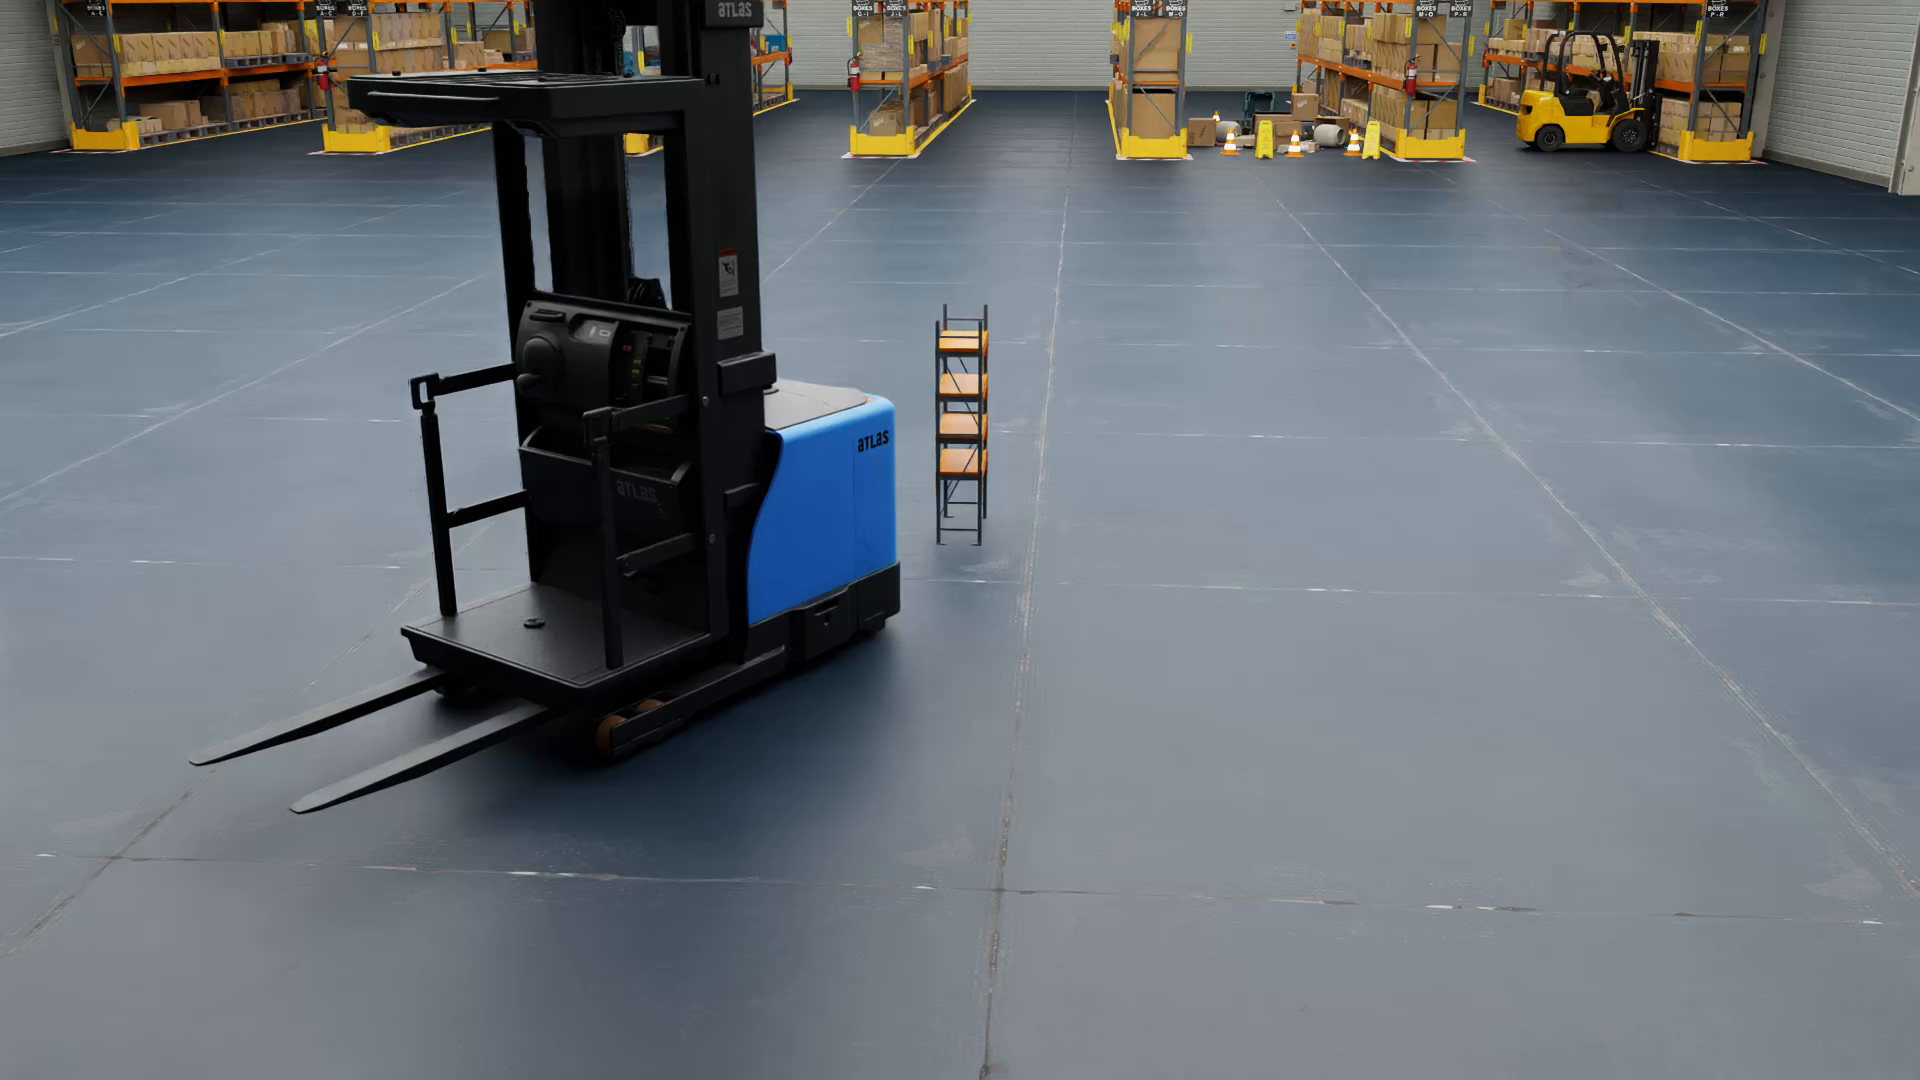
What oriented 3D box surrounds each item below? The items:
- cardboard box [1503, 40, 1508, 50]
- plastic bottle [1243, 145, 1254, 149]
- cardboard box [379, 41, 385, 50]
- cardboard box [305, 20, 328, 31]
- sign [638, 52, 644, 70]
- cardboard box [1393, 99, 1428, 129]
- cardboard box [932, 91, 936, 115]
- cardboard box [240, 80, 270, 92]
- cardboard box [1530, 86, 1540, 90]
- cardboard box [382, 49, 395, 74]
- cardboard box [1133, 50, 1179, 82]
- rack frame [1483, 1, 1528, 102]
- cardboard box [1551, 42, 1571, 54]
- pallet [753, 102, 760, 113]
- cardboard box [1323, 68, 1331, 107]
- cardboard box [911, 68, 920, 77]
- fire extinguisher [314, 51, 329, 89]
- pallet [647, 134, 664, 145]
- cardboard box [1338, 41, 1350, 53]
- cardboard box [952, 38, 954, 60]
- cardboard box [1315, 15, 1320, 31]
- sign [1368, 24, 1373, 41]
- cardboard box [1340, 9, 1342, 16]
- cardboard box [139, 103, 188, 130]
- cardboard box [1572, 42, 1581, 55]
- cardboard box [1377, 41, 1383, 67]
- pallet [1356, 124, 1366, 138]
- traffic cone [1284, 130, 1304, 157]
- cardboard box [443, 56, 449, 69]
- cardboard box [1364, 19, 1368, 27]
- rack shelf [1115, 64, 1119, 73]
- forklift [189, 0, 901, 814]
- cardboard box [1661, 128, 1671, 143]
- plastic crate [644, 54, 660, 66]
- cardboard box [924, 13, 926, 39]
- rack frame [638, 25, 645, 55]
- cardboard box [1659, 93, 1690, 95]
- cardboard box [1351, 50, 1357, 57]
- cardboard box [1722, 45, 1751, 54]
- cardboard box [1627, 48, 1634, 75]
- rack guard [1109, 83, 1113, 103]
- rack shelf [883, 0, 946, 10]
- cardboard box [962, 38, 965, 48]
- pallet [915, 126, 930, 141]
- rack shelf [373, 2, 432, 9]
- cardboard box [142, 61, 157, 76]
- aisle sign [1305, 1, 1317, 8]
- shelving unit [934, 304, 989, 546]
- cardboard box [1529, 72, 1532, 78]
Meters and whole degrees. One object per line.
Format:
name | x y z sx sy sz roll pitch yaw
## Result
cardboard box | 14.164 -12.627 42.405 0.500 0.250 0.500 1 18 2
plastic bottle | 5.495 -7.516 31.764 0.133 0.061 0.283 -5 19 -15
cardboard box | -11.054 -9.304 31.298 0.380 0.149 0.250 1 18 2
cardboard box | -15.354 -12.200 39.464 0.500 0.250 0.500 1 18 3
sign | -5.825 -8.755 30.381 0.100 0.325 0.005 1 18 4
cardboard box | 8.249 -7.810 30.476 0.500 0.500 0.500 1 18 4
cardboard box | -0.888 -9.824 37.395 0.700 0.500 0.500 0 18 1
cardboard box | -15.816 -10.161 37.218 0.500 0.250 0.500 1 18 4
cardboard box | 13.975 -10.624 39.868 0.500 0.500 0.500 1 18 3
cardboard box | -11.235 -9.105 31.731 0.700 0.500 0.500 2 18 5
cardboard box | 3.488 -8.572 30.026 0.875 0.550 0.550 1 18 4
rack frame | 14.550 -13.165 44.284 1.000 3.000 0.127 1 18 4
cardboard box | 13.729 -11.144 37.681 0.500 0.250 0.500 0 18 1
pallet | -5.610 -10.801 41.546 1.003 0.211 1.213 1 18 4
cardboard box | 9.347 -11.028 40.500 0.875 0.875 0.875 2 18 6
cardboard box | -0.971 -8.954 31.837 0.380 0.149 0.250 1 18 4
fire extinguisher | -11.785 -8.686 30.739 0.296 0.674 0.183 1 18 4
pallet | -6.261 -7.967 32.898 1.003 0.211 1.213 1 18 4
cardboard box | 8.806 -11.113 37.458 0.500 0.250 0.500 1 18 4
cardboard box | -0.407 -11.834 40.061 0.500 0.500 0.500 1 18 3
cardboard box | 9.070 -12.708 41.122 0.500 0.500 0.500 1 18 3
sign | 8.184 -10.109 33.099 0.100 0.325 0.005 1 18 4
cardboard box | 9.596 -13.036 41.081 0.380 0.149 0.250 2 18 5
cardboard box | -15.972 -8.496 33.343 0.700 0.500 0.500 0 18 0
cardboard box | 13.676 -10.715 36.245 0.500 0.250 0.500 1 18 4
cardboard box | 8.416 -9.450 32.307 0.500 0.500 0.500 1 18 4
pallet | 8.793 -8.465 34.417 1.003 0.211 1.213 1 18 4
traffic cone | 6.064 -7.182 30.097 0.336 0.463 0.334 1 18 4
cardboard box | -11.035 -10.074 35.091 0.500 0.250 0.500 2 18 7
cardboard box | 8.579 -10.693 34.385 0.380 0.149 0.250 1 18 2
rack shelf | 4.224 -11.149 39.285 1.077 0.370 4.000 1 18 4
forklift | -1.549 -0.725 6.427 1.130 2.935 3.031 13 22 34
cardboard box | 13.166 -7.396 30.419 0.500 0.250 0.500 1 18 4
plastic crate | -6.251 -9.690 33.779 0.767 0.338 0.504 1 18 4
cardboard box | -0.939 -10.132 32.783 0.500 0.500 0.500 1 18 4
rack frame | -6.086 -9.880 34.257 1.000 3.000 0.127 1 18 4
cardboard box | 13.826 -8.492 32.156 0.500 0.250 0.500 1 18 3
cardboard box | 8.657 -10.518 35.933 0.380 0.149 0.250 1 18 4
cardboard box | 13.686 -8.651 29.306 0.380 0.149 0.250 1 18 3
cardboard box | 13.397 -9.354 32.492 0.500 0.500 0.500 1 18 2
rack guard | 4.648 -12.143 45.177 1.175 0.500 0.348 1 18 4
rack shelf | -1.003 -11.474 35.460 1.077 0.370 4.000 1 18 4
cardboard box | -0.129 -13.094 43.830 0.500 0.250 0.500 1 18 2
pallet | -1.159 -8.235 33.715 1.003 0.211 1.213 1 18 4
rack shelf | -15.251 -14.290 44.056 1.077 0.370 4.000 1 18 4
cardboard box | -15.880 -9.103 32.095 0.500 0.250 0.500 1 18 2
aisle sign | 9.314 -14.539 44.302 0.394 0.787 0.004 1 18 4
shelving unit | 0.012 -0.622 8.893 0.258 1.200 0.503 1 18 4
cardboard box | 14.032 -11.277 40.343 0.380 0.149 0.250 1 18 3
